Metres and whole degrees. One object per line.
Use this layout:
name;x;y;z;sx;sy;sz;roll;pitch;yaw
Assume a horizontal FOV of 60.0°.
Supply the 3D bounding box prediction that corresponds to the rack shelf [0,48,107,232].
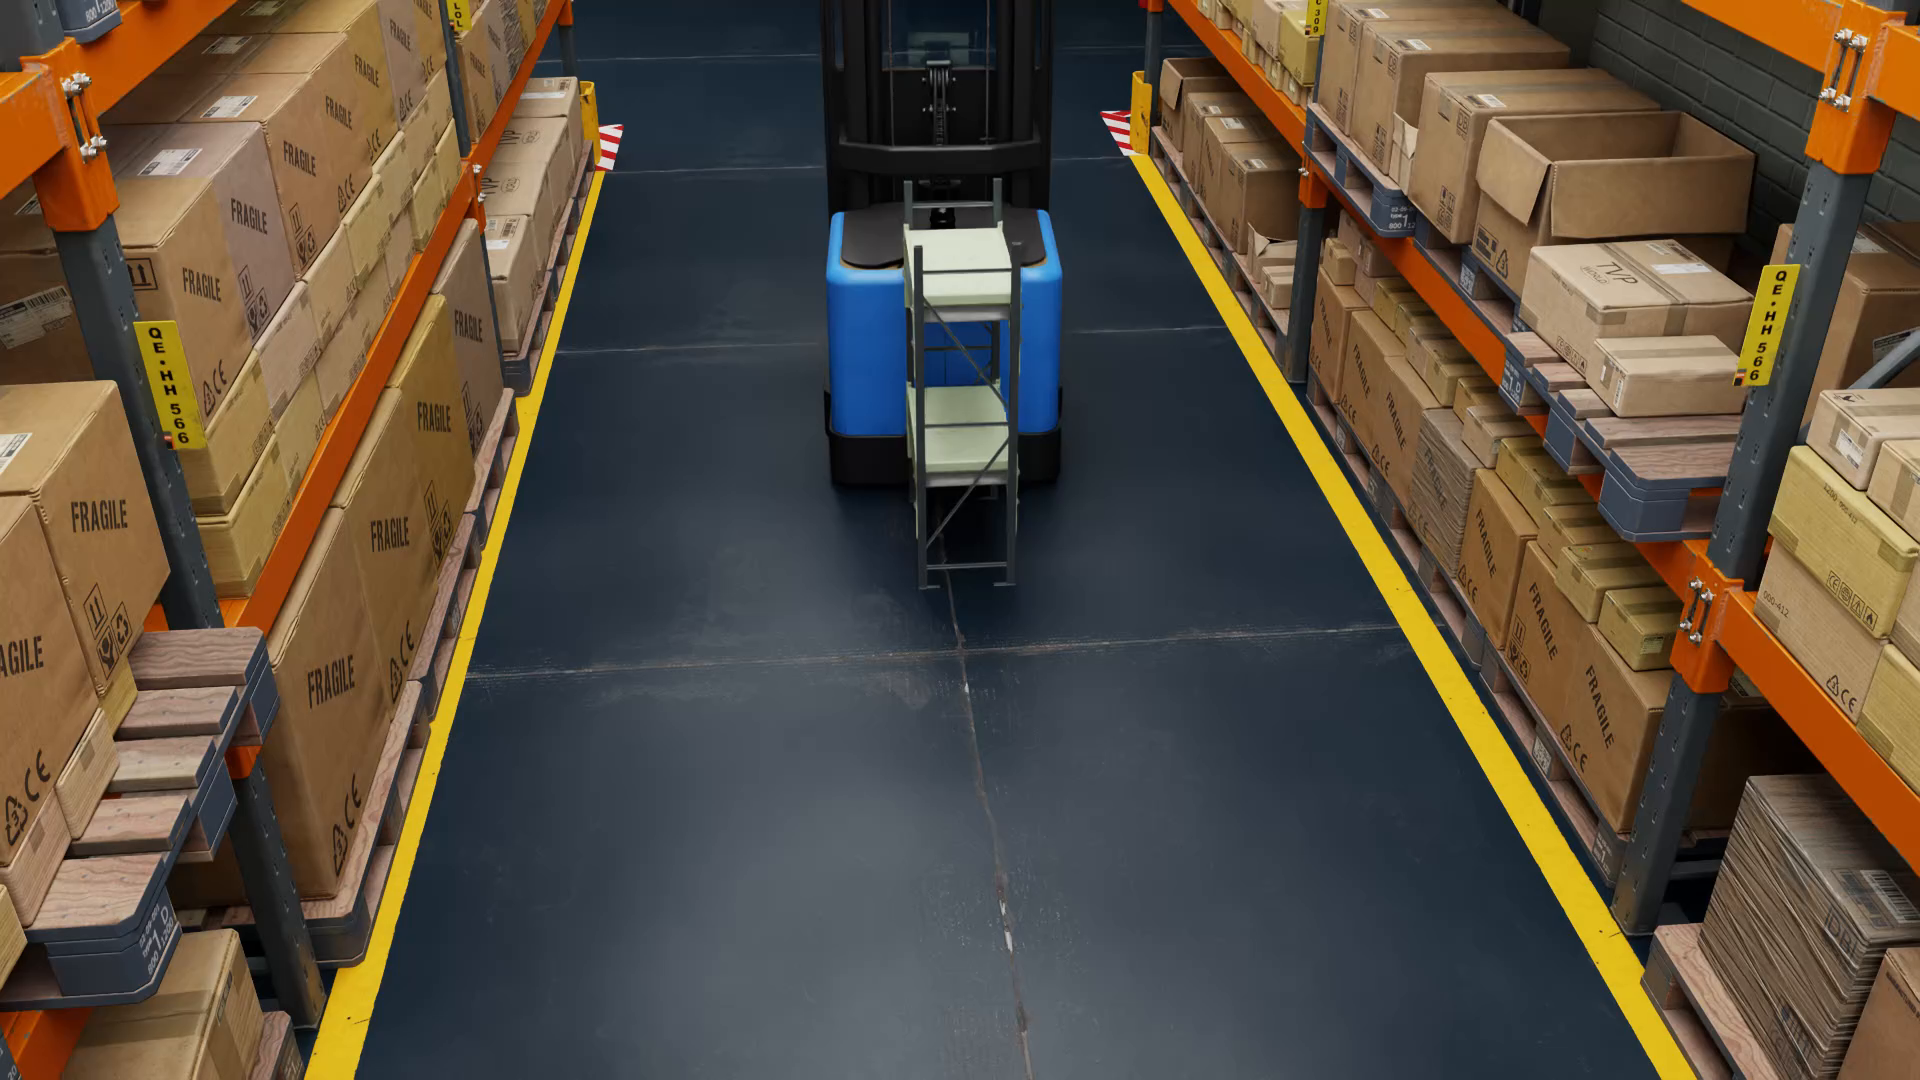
rack shelf;-2.191;0.179;1.802;1.077;0.370;4.000;-3;31;-5

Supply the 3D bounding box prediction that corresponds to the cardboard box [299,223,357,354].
cardboard box;-2.261;-0.803;5.328;0.500;0.250;0.500;-3;31;-5

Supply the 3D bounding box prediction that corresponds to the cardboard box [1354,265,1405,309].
cardboard box;2.061;-1.197;7.725;0.380;0.149;0.250;-4;31;-6

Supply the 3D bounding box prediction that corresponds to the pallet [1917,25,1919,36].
pallet;2.716;-0.967;3.204;1.213;0.211;1.003;-1;31;-2

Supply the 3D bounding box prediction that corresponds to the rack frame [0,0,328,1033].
rack frame;-2.378;0.137;4.096;1.000;3.000;0.127;-3;31;-5

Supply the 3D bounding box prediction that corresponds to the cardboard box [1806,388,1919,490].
cardboard box;2.300;-0.248;4.009;0.380;0.149;0.250;-2;31;-3

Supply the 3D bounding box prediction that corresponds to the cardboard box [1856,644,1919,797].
cardboard box;2.404;0.457;3.707;0.500;0.250;0.500;-3;31;-6

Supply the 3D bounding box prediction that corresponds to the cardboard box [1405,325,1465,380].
cardboard box;2.122;-0.798;7.056;0.380;0.149;0.250;-3;31;-5

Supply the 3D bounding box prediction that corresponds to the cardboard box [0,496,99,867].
cardboard box;-2.000;0.268;3.079;0.500;0.500;0.500;-3;31;-5

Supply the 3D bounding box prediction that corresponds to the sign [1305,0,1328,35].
sign;1.650;-2.487;7.644;0.100;0.325;0.005;-3;31;-5

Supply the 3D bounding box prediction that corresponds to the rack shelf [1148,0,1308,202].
rack shelf;2.003;-2.857;9.810;1.077;0.370;4.000;-3;31;-5

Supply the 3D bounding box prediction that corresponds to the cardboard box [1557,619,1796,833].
cardboard box;2.310;0.584;5.375;0.500;0.500;0.500;-2;31;-3

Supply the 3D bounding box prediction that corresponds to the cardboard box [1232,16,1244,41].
cardboard box;1.782;-2.977;9.553;0.380;0.149;0.250;-3;31;-5

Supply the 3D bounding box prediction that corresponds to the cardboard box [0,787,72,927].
cardboard box;-1.933;0.609;3.140;0.380;0.149;0.250;-4;31;-7

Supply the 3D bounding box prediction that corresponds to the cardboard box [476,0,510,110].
cardboard box;-2.578;-2.458;8.342;0.500;0.500;0.500;-3;31;-4

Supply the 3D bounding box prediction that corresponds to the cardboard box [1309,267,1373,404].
cardboard box;2.011;-0.995;8.018;0.500;0.500;0.500;-1;31;-2

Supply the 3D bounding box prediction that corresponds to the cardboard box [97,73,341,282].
cardboard box;-2.270;-1.117;5.122;0.500;0.500;0.500;-2;31;-3

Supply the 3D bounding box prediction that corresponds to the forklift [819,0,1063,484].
forklift;-0.114;-2.234;8.132;1.130;2.935;3.031;-1;31;-2

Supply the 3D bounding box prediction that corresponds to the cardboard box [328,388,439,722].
cardboard box;-2.439;0.056;5.893;0.875;0.875;0.875;-2;31;-4

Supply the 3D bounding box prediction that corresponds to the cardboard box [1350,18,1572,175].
cardboard box;2.061;-1.846;6.909;0.700;0.500;0.500;-2;31;-4

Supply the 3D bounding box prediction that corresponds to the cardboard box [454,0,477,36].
cardboard box;-2.555;-2.632;7.659;0.500;0.500;0.500;-3;31;-4

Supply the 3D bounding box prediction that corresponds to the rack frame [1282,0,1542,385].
rack frame;2.190;-2.145;7.916;1.000;3.000;0.127;-3;31;-5

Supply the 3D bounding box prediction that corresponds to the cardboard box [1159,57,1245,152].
cardboard box;1.779;-2.979;11.337;0.797;0.503;0.637;-4;31;-7

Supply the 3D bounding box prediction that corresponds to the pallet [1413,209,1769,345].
pallet;2.377;-1.013;6.208;1.003;0.211;1.213;-3;31;-5

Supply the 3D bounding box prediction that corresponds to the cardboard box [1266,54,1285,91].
cardboard box;1.814;-2.451;8.674;0.380;0.149;0.250;-2;31;-3

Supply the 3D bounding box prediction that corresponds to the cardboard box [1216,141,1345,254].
cardboard box;1.917;-2.009;9.717;0.700;0.500;0.500;-4;31;-6

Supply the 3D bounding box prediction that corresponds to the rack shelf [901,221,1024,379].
rack shelf;-0.001;-0.970;6.651;0.431;0.370;0.720;-2;31;-4

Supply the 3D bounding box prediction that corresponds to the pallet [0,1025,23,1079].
pallet;-2.152;1.228;2.456;1.003;0.211;1.213;-3;31;-5

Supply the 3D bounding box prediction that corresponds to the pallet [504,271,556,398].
pallet;-2.745;-1.100;8.886;1.003;0.211;1.213;-3;31;-5

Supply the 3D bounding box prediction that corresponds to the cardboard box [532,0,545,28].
cardboard box;-2.727;-3.238;9.648;0.500;0.500;0.500;-2;31;-3

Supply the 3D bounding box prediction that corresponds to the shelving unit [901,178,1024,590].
shelving unit;-0.001;-0.635;6.851;0.431;1.500;0.755;-2;31;-4

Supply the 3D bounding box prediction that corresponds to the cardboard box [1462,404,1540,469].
cardboard box;2.169;-0.407;6.402;0.380;0.149;0.250;-4;31;-7

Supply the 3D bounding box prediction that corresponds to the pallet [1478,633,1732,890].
pallet;2.531;0.711;5.854;1.003;0.211;1.213;-3;31;-5

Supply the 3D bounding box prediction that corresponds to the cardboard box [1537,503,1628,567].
cardboard box;2.228;-0.003;5.726;0.380;0.149;0.250;-4;31;-6

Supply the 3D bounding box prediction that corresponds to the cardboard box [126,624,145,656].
cardboard box;-2.113;0.220;3.791;0.380;0.149;0.250;-2;31;-3

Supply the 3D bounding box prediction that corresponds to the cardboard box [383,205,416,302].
cardboard box;-2.384;-1.106;6.322;0.500;0.250;0.500;-4;31;-6

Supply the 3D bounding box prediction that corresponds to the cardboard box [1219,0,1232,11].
cardboard box;1.757;-3.230;9.589;0.500;0.250;0.500;-4;31;-6

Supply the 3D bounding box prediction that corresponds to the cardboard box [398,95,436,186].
cardboard box;-2.415;-1.587;6.641;0.500;0.250;0.500;-2;31;-3

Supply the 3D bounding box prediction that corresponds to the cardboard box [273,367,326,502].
cardboard box;-2.239;-0.322;5.010;0.500;0.250;0.500;-4;31;-6

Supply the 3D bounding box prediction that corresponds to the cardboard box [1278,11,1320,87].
cardboard box;1.899;-2.457;8.294;0.500;0.250;0.500;-2;31;-3

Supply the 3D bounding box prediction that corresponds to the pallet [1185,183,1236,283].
pallet;2.009;-1.923;10.264;1.003;0.211;1.213;-3;31;-5

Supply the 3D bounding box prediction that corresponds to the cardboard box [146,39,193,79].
cardboard box;-2.823;-1.361;5.531;0.500;0.500;0.500;-3;31;-5

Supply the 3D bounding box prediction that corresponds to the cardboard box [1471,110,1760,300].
cardboard box;2.227;-1.152;5.743;0.797;0.503;0.637;-3;31;-6

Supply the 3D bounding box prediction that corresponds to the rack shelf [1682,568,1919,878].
rack shelf;2.750;1.227;2.972;1.077;0.370;4.000;-3;31;-5

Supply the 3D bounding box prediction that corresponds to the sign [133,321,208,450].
sign;-1.839;-0.357;3.871;0.100;0.325;0.005;-3;31;-5

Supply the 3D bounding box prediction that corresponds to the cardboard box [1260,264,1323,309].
cardboard box;1.845;-1.372;8.992;0.380;0.149;0.250;-4;31;-6

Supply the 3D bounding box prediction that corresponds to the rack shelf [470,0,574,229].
rack shelf;-2.939;-2.618;9.409;1.077;0.370;4.000;-3;31;-5

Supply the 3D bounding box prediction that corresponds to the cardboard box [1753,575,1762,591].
cardboard box;2.827;0.093;5.564;0.380;0.149;0.250;-2;31;-3

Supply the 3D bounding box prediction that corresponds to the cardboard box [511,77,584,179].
cardboard box;-2.964;-2.696;10.927;0.875;0.438;0.875;-4;31;-6

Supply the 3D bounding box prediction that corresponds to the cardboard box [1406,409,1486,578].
cardboard box;2.155;-0.203;6.693;0.500;0.500;0.500;-4;31;-6

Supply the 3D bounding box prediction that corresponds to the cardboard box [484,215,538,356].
cardboard box;-2.704;-1.311;8.610;0.875;0.438;0.875;-3;31;-5

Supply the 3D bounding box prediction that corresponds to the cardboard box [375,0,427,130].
cardboard box;-2.405;-1.898;6.429;0.500;0.500;0.500;-2;31;-4

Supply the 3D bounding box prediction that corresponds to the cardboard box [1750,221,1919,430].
cardboard box;2.671;-0.596;4.816;0.500;0.500;0.500;-1;31;-2

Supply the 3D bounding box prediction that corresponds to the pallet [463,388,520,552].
pallet;-2.605;-0.318;7.577;1.003;0.211;1.213;-3;31;-5
